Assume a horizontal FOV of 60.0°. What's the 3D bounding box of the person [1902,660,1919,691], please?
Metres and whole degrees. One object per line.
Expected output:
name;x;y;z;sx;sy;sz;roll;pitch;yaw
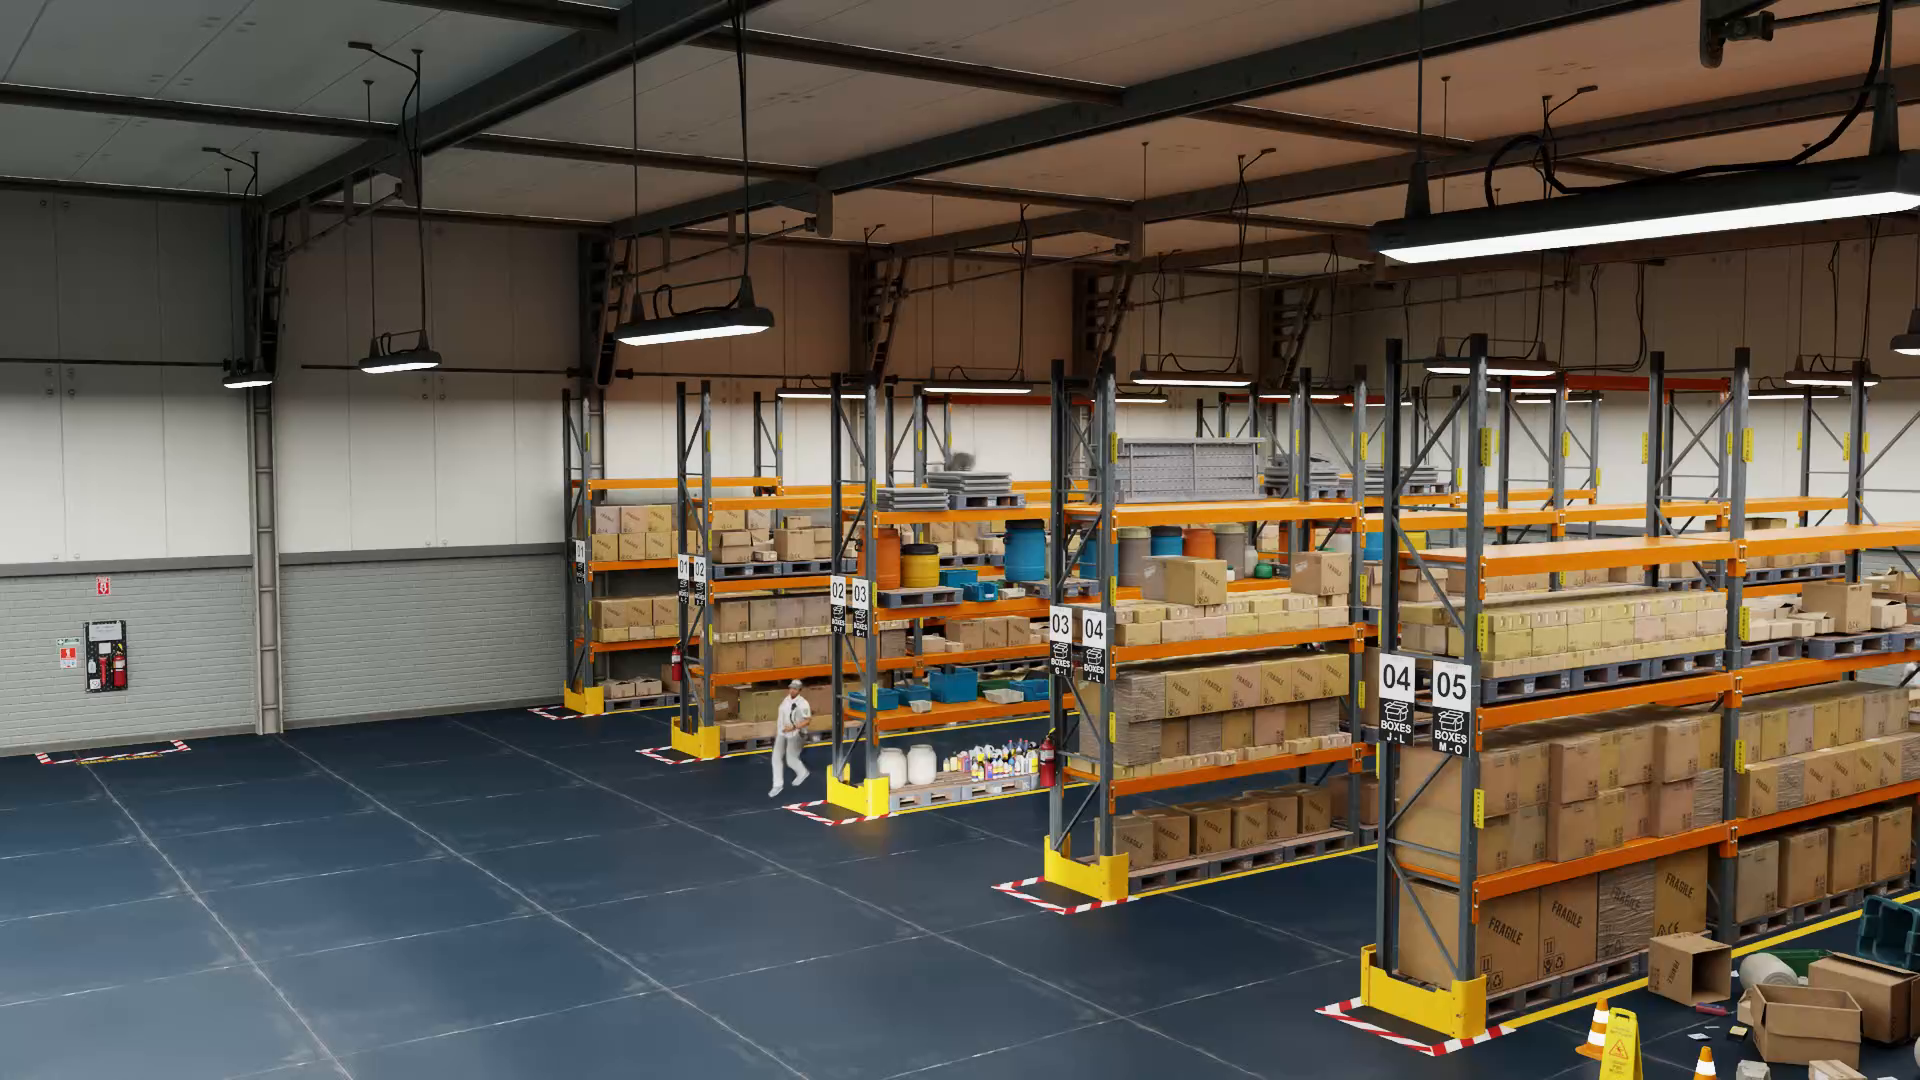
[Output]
person;15.493;2.562;26.722;0.654;1.747;0.827;1;4;17

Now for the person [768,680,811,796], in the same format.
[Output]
person;-2.372;2.825;23.882;0.626;1.666;0.783;2;4;33
